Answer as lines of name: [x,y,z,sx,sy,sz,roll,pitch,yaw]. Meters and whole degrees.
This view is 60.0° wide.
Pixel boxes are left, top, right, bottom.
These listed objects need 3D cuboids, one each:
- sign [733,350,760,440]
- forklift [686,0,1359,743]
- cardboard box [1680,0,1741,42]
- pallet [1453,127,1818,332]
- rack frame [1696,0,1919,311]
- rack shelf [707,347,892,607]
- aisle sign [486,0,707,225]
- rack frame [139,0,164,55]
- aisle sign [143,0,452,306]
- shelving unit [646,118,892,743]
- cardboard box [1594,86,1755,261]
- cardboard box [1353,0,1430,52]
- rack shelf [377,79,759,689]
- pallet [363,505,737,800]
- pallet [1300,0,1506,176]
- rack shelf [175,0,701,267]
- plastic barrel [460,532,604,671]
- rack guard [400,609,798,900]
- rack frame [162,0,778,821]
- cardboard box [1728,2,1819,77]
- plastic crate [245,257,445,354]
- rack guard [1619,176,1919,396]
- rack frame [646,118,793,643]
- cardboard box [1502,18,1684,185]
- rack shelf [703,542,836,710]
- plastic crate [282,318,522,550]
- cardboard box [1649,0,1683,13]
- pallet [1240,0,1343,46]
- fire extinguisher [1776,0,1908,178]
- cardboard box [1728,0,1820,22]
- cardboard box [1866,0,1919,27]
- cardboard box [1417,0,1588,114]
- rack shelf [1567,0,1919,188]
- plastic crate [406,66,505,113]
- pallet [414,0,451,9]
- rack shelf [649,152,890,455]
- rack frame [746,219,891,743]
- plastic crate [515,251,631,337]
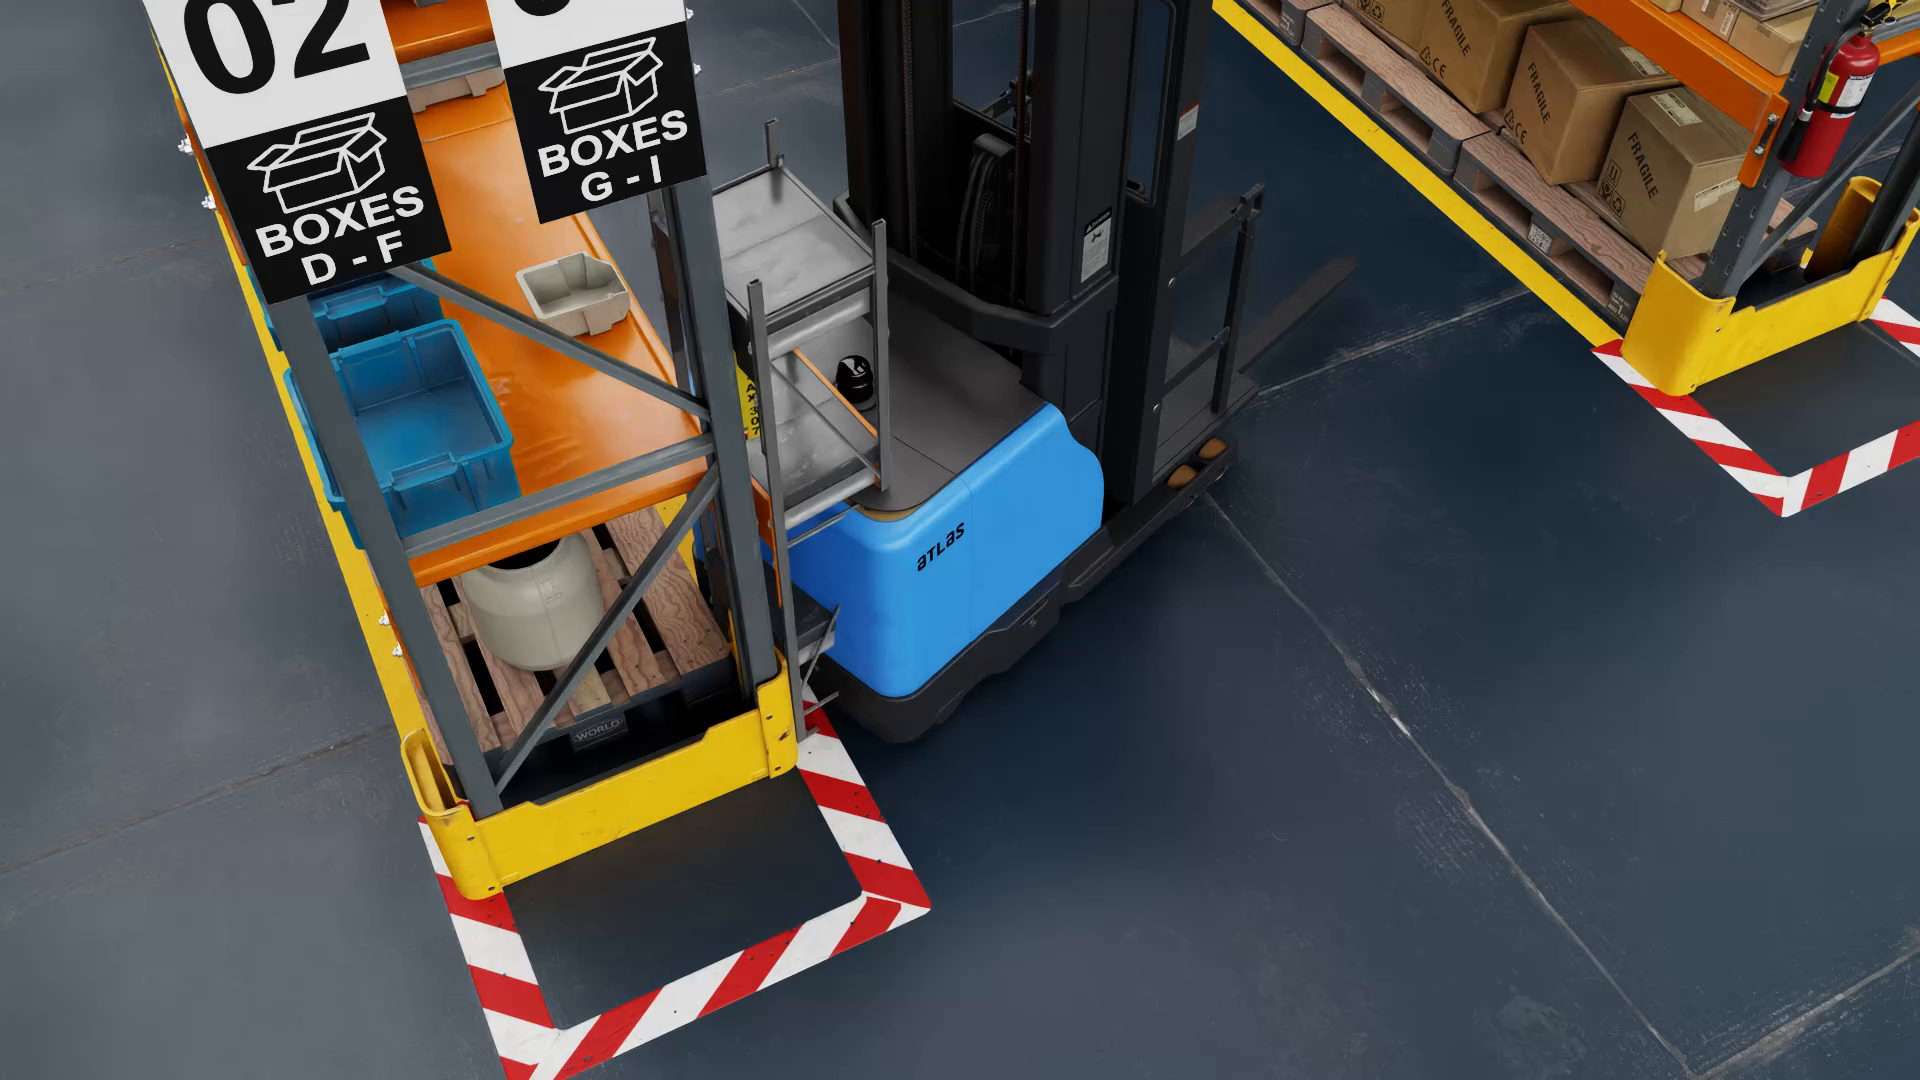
sign: [-0.553,-0.391,4.415,0.100,0.325,0.005,-21,52,-18]
forklift: [0.419,-1.317,5.455,1.130,2.935,3.031,34,57,26]
cardboard box: [2.932,-2.024,6.194,0.380,0.149,0.250,-21,52,-18]
pallet: [2.985,-1.508,7.429,1.003,0.211,1.213,-21,52,-18]
rack frame: [3.360,-1.819,5.849,1.000,3.000,0.127,-21,52,-18]
rack shelf: [-0.518,-0.203,5.016,0.431,0.518,0.480,-30,58,-23]
aisle sign: [-0.751,-1.022,3.424,0.394,0.787,0.004,-21,52,-18]
rack frame: [-1.044,-2.089,2.098,1.000,3.000,0.127,-21,52,-18]
aisle sign: [-1.275,-0.819,3.246,0.394,0.787,0.004,-21,52,-18]
shelving unit: [-0.517,-0.211,5.005,0.431,2.100,0.503,-30,58,-23]
cardboard box: [3.089,-1.559,7.002,0.500,0.500,0.500,-13,50,-11]
cardboard box: [2.300,-2.761,8.054,0.500,0.500,0.500,-26,54,-21]
rack shelf: [-1.959,-1.215,5.798,1.077,0.370,4.000,-21,52,-18]
pallet: [-1.488,0.224,5.914,1.003,0.211,1.213,-21,52,-18]
pallet: [2.430,-2.324,8.142,1.003,0.211,1.213,-21,52,-18]
rack shelf: [-1.959,-2.203,4.669,1.077,0.370,4.000,-21,52,-18]
plastic barrel: [-1.413,0.153,5.497,0.421,0.512,0.421,0,49,0]
rack guard: [-1.121,0.675,5.328,1.175,0.500,0.348,-21,52,-18]
rack frame: [-1.044,-0.113,4.356,1.000,3.000,0.127,-21,52,-18]
cardboard box: [3.046,-1.856,6.048,0.380,0.149,0.250,-21,52,-18]
plastic crate: [-1.831,-0.733,4.997,0.499,0.251,0.408,-21,52,-18]
rack guard: [3.325,-1.047,6.834,1.175,0.500,0.348,-21,52,-18]
rack frame: [-0.664,-0.366,5.123,0.400,2.100,0.015,-30,58,-23]
cardboard box: [2.785,-1.947,7.342,0.500,0.500,0.500,-9,49,-8]
rack shelf: [-0.533,0.230,5.566,0.431,0.518,0.480,-30,58,-23]
plastic crate: [-1.539,-0.296,4.615,0.499,0.251,0.616,-21,52,-18]
cardboard box: [2.772,-2.174,6.325,0.380,0.149,0.250,-21,52,-18]
pallet: [1.868,-3.141,8.857,1.003,0.211,1.213,-21,52,-18]
fire extinguisher: [3.002,-1.559,5.672,0.296,0.674,0.183,-21,52,-18]
cardboard box: [3.133,-2.328,6.029,0.875,0.500,0.500,-21,52,-18]
cardboard box: [3.441,-2.010,6.182,0.380,0.149,0.250,-21,52,-18]
cardboard box: [2.515,-2.372,7.714,0.500,0.500,0.500,-17,51,-14]
rack shelf: [2.445,-2.921,7.290,1.077,0.370,4.000,-21,52,-18]
plastic crate: [-1.906,-1.704,5.923,0.530,0.136,0.437,-21,52,-18]
pallet: [-1.336,-1.626,3.812,1.003,0.211,1.213,-21,52,-18]
rack shelf: [-0.503,-0.635,4.465,0.431,0.518,0.480,-30,58,-23]
rack frame: [-0.371,-0.056,4.887,0.400,2.100,0.015,-30,58,-23]
plastic crate: [-1.168,-0.736,5.077,0.298,0.136,0.250,-21,52,-18]
